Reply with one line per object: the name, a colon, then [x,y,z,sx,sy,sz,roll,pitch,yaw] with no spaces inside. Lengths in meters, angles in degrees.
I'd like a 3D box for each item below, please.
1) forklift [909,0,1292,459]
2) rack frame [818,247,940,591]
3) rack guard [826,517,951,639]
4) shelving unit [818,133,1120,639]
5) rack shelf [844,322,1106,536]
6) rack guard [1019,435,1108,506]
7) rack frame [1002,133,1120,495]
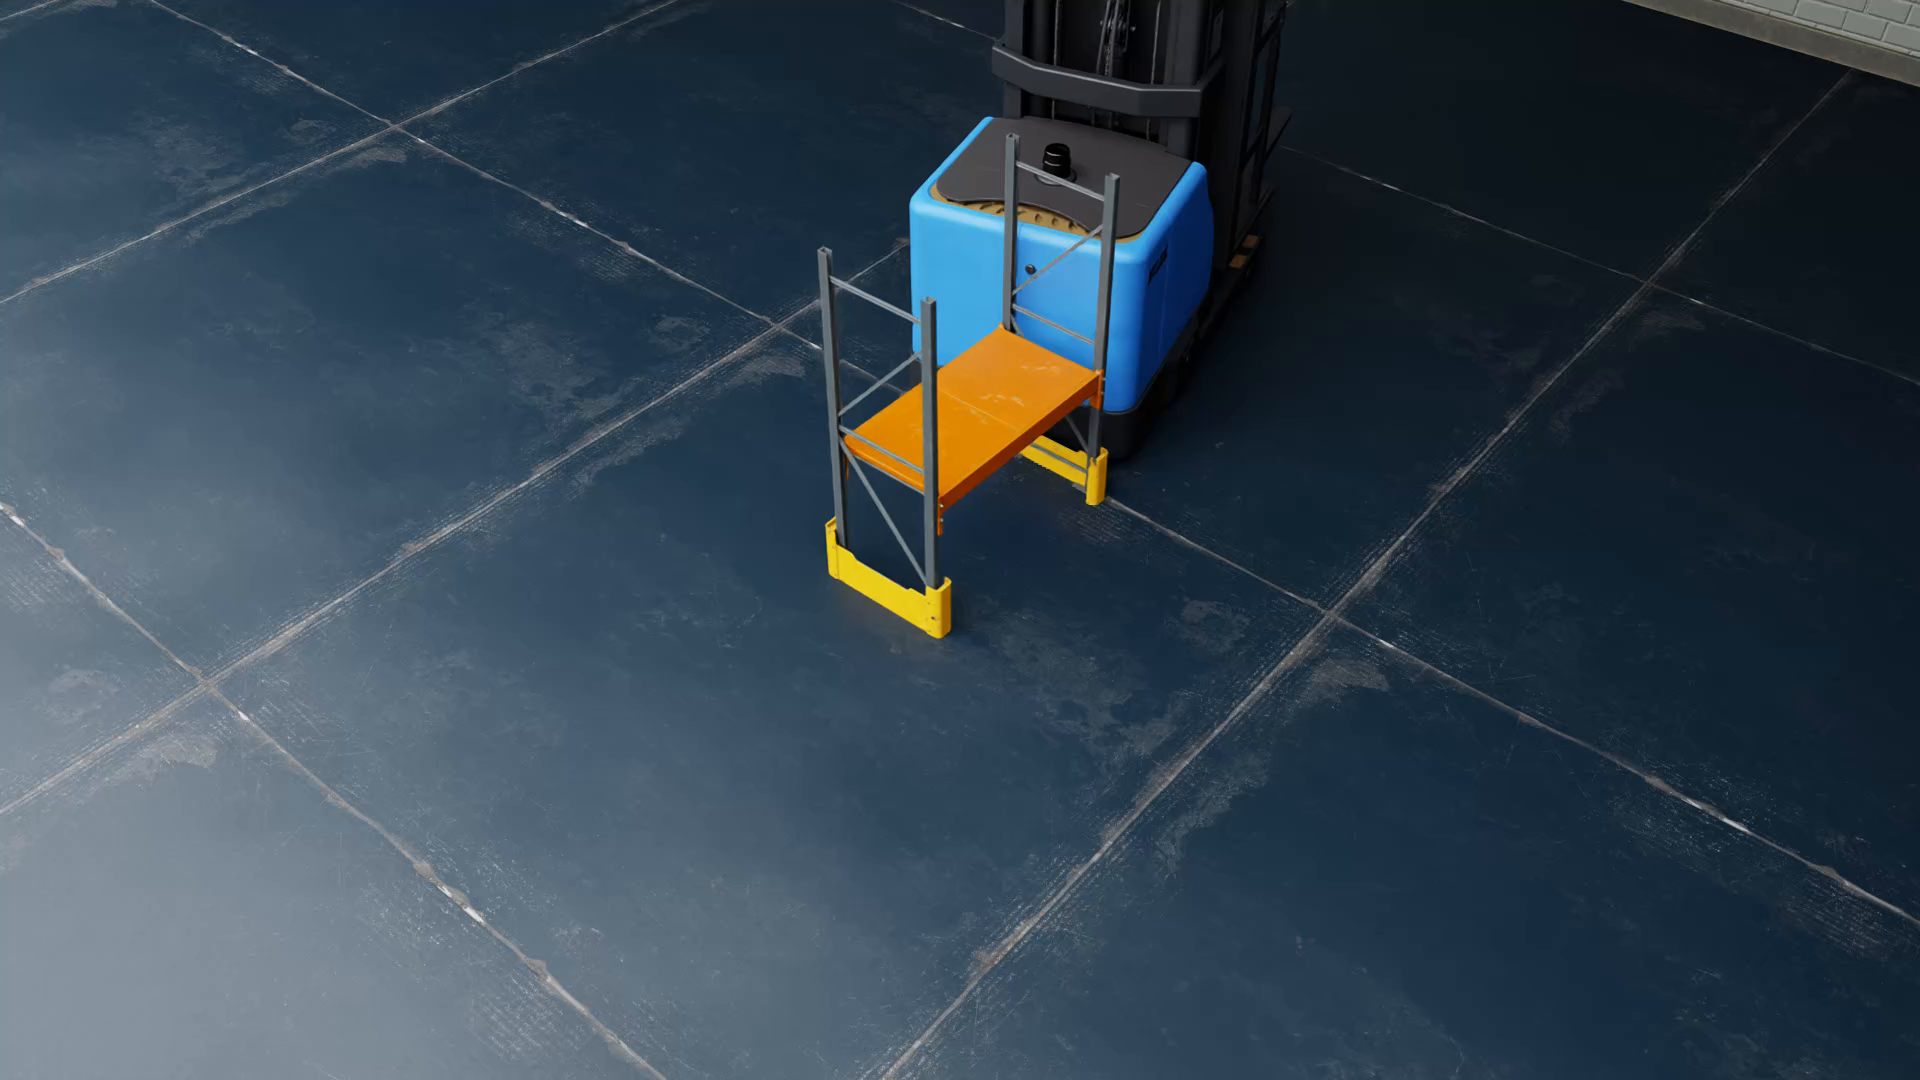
forklift: [0.855,-2.422,7.235,1.130,2.935,3.031,17,45,18]
rack frame: [-0.278,-0.320,5.987,0.500,1.500,0.032,29,50,28]
rack guard: [-0.277,0.142,6.408,0.587,0.250,0.087,29,50,28]
shelving unit: [0.041,-0.578,6.271,0.587,1.500,1.083,29,50,28]
rack shelf: [0.047,-0.450,6.397,0.538,0.185,1.000,29,50,28]
rack guard: [0.360,-0.373,6.975,0.587,0.250,0.087,29,50,28]
rack frame: [0.372,-0.846,6.565,0.500,1.500,0.032,29,50,28]
